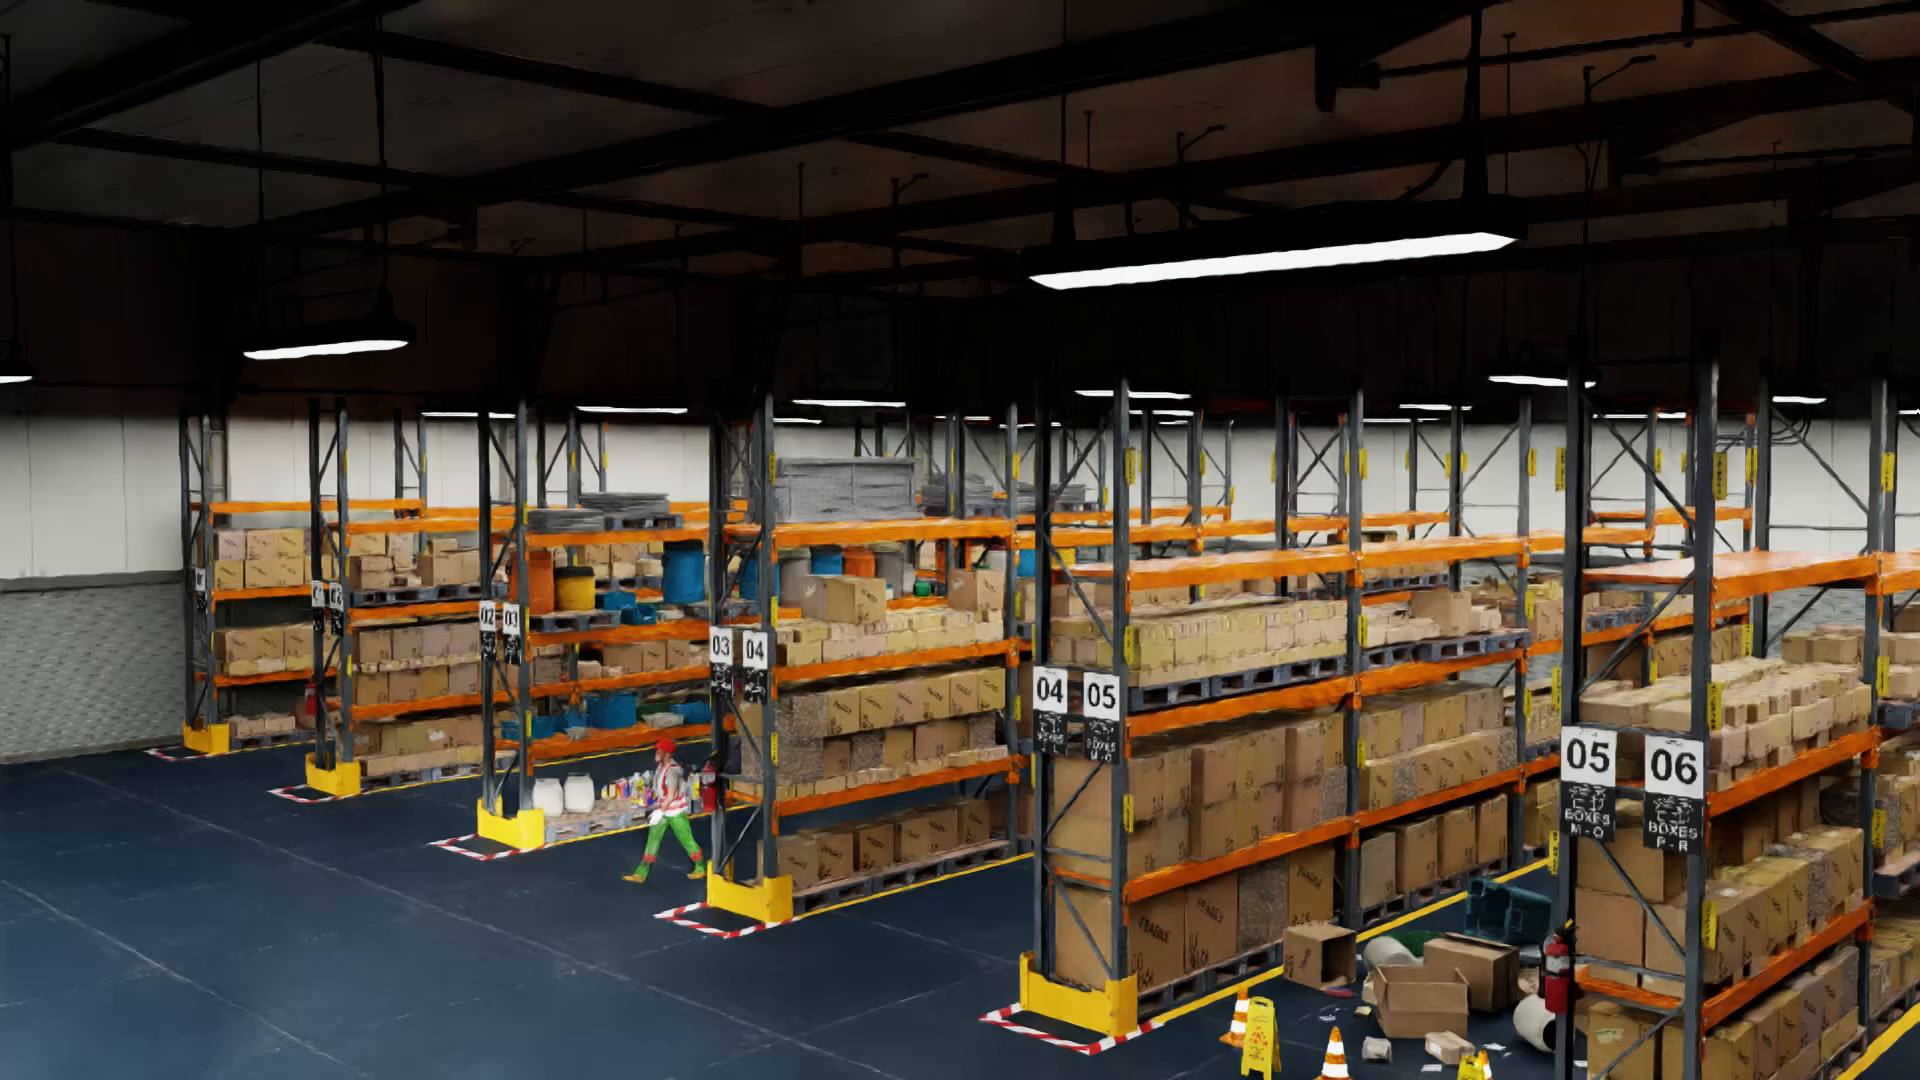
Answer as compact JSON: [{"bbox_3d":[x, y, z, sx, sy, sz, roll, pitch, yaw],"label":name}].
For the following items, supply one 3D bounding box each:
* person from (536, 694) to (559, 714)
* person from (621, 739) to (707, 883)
[{"bbox_3d":[-7.519,2.717,30.305,0.682,1.715,0.534,3,4,43],"label":"person"},{"bbox_3d":[-3.515,3.238,19.898,1.037,1.728,0.531,-2,4,-38],"label":"person"}]
